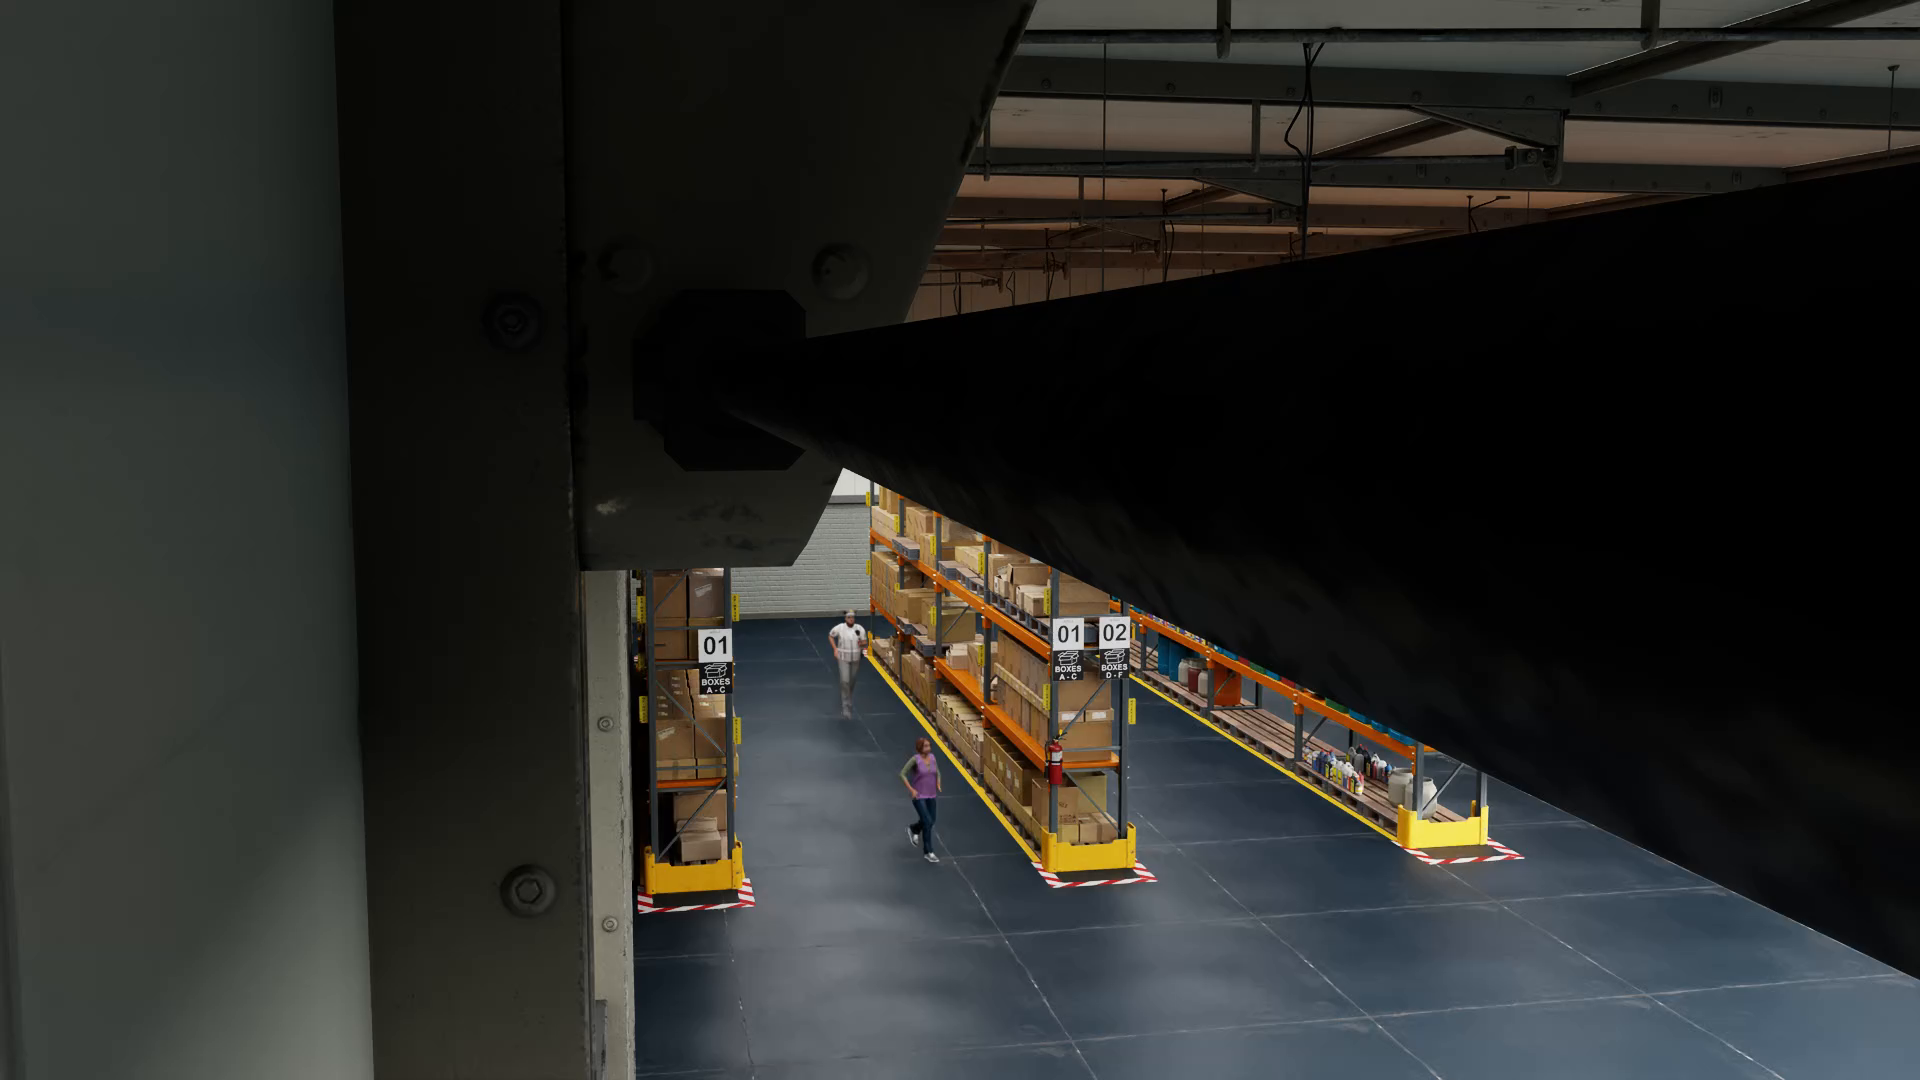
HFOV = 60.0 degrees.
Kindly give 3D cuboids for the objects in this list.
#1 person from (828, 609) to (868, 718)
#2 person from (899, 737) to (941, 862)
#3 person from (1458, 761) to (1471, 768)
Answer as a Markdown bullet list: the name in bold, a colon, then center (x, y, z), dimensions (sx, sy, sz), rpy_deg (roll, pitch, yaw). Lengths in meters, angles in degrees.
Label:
- **person**: center (-1.939, 2.137, 29.239), dimensions (0.642, 1.888, 0.785), rpy_deg (-2, 6, -20)
- **person**: center (-0.506, 3.311, 21.425), dimensions (0.556, 1.584, 0.719), rpy_deg (-5, 7, -37)
- **person**: center (8.108, 2.734, 26.094), dimensions (0.658, 1.736, 0.613), rpy_deg (-3, 6, -23)
